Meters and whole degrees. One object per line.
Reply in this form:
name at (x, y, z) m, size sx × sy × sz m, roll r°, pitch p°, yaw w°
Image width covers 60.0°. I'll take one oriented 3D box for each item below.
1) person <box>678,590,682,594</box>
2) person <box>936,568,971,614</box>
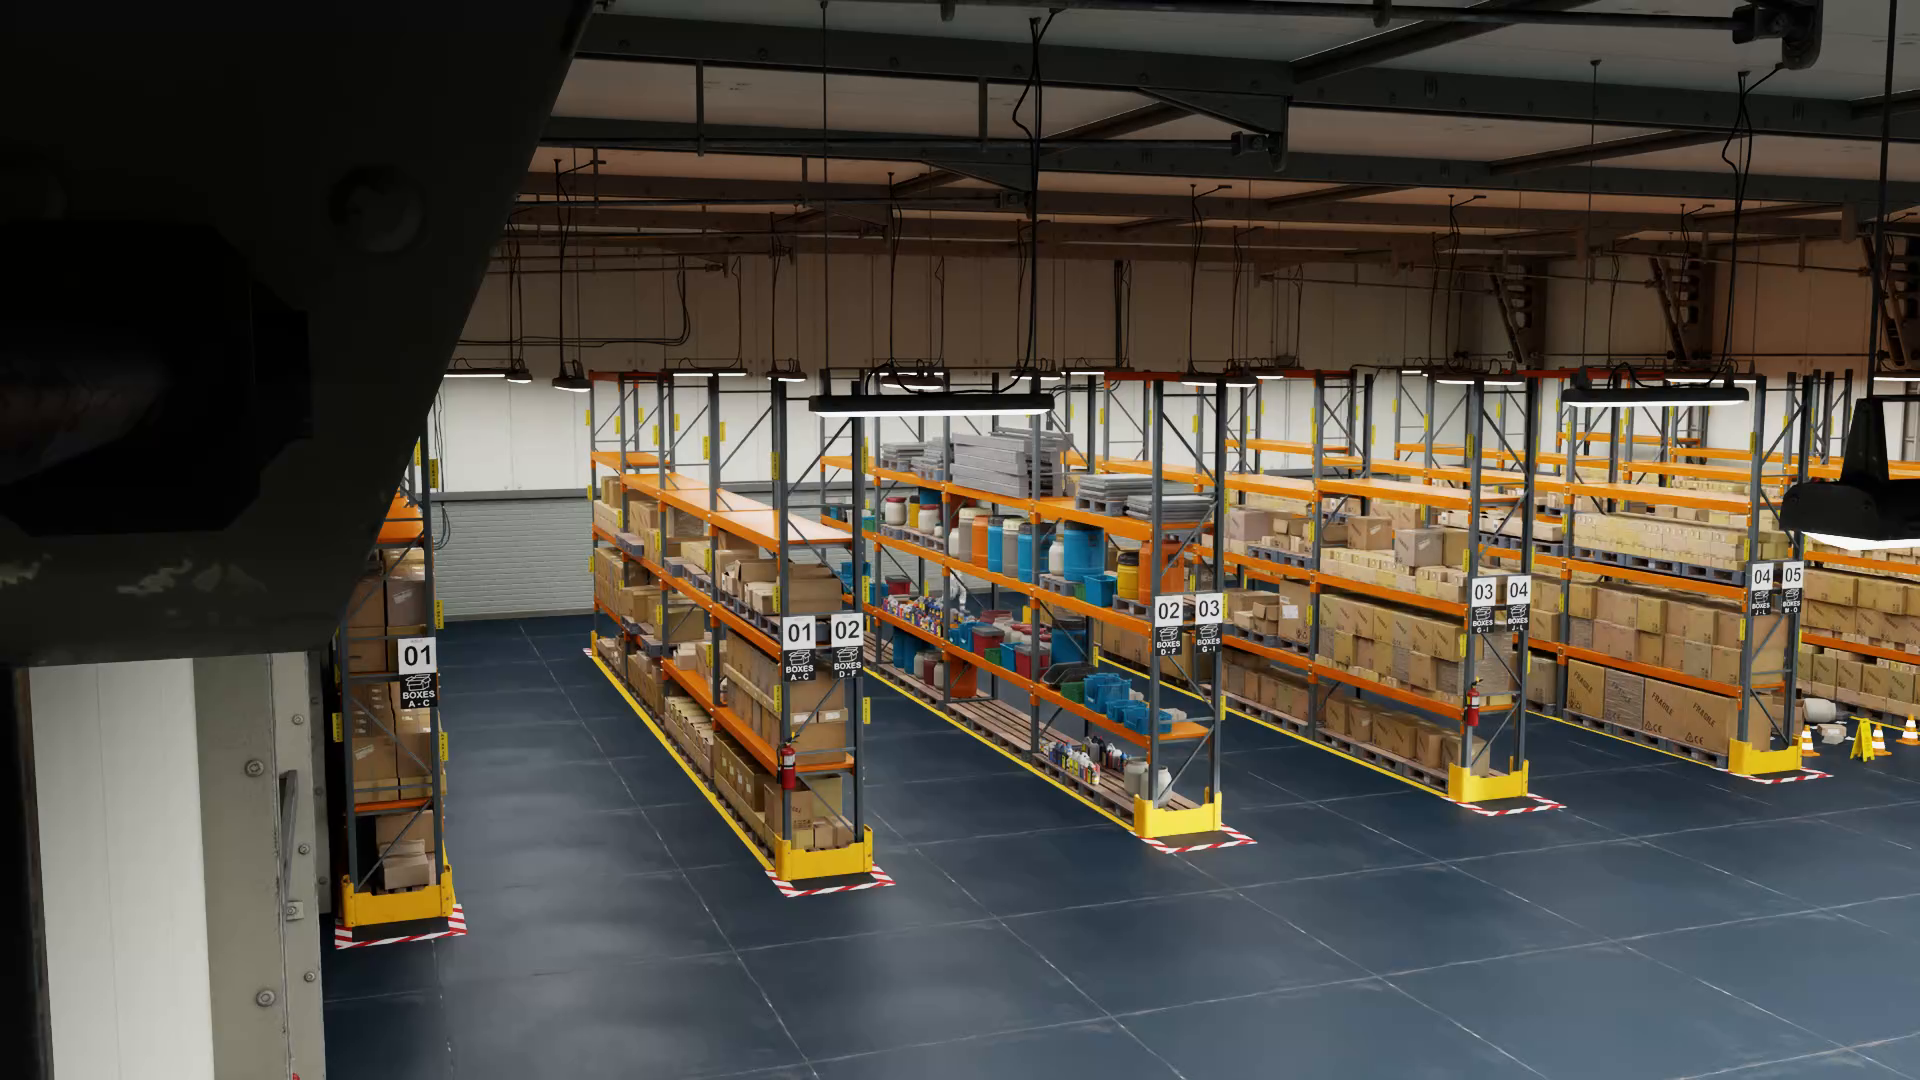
person at (-6.398, 1.281, 37.580) m, size 0.626 × 1.746 × 0.578 m, roll -3°, pitch 7°, yaw -24°
person at (-0.174, 0.930, 40.549) m, size 0.873 × 1.745 × 0.594 m, roll 2°, pitch 7°, yaw 20°
